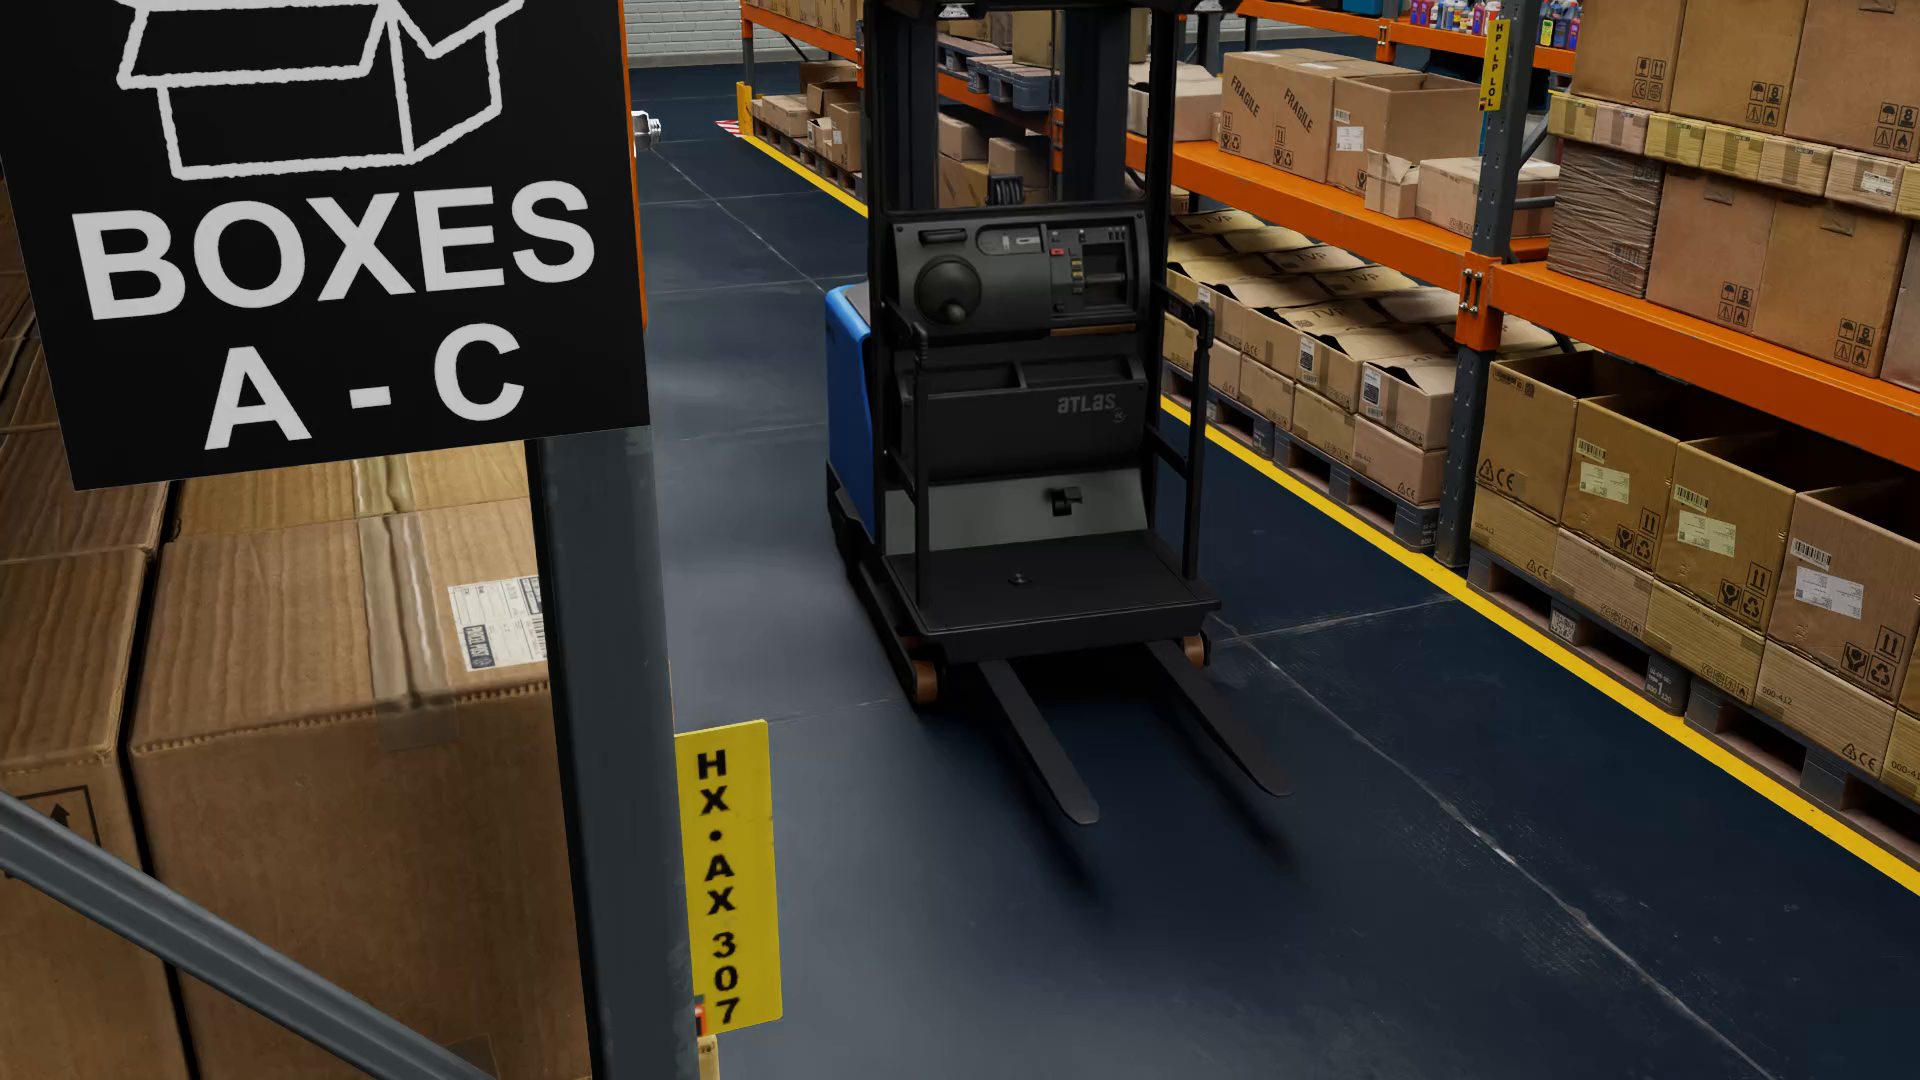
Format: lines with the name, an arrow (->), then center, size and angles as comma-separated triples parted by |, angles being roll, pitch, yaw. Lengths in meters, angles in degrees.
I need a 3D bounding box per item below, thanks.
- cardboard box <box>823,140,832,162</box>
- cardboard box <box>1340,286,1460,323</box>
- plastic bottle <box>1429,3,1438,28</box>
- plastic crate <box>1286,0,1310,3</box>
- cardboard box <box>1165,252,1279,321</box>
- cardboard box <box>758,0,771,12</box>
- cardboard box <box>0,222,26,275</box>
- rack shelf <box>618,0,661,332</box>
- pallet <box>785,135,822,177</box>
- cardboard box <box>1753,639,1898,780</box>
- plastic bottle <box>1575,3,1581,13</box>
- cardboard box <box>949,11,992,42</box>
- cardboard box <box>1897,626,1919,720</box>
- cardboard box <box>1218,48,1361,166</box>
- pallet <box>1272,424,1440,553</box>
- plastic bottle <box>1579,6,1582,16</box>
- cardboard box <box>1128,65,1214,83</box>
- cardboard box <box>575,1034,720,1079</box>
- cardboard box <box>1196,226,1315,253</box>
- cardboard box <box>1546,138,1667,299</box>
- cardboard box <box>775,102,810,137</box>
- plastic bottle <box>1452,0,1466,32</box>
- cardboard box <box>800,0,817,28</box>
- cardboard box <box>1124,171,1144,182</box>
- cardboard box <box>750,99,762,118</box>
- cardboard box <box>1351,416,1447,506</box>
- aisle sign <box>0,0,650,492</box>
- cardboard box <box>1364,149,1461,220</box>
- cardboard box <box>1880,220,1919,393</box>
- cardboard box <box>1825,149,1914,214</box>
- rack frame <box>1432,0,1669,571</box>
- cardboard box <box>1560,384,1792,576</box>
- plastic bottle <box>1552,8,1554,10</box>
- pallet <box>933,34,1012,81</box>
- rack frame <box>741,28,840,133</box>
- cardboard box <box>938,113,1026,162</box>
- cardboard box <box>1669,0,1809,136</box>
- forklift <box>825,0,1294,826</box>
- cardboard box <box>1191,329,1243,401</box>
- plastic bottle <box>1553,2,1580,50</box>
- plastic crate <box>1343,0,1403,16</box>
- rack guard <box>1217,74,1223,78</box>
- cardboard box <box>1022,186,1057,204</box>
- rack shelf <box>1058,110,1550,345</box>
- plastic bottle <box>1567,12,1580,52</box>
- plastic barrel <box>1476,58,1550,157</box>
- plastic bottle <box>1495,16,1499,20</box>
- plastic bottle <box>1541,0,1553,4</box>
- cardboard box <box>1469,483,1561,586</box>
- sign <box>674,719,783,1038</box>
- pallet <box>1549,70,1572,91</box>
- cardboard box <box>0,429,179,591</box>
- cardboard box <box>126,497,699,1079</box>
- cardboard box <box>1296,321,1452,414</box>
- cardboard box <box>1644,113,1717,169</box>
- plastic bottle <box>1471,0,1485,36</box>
cardboard box -> -0.987, -3.437, 14.646 | 0.380, 0.149, 0.250 | -8, 24, -19
cardboard box -> 2.225, -1.084, 8.238 | 0.500, 0.311, 0.500 | -9, 25, -21
plastic bottle -> 4.139, -4.559, 14.459 | 0.097, 0.201, 0.097 | 0, 23, 0
plastic crate -> 3.407, -5.427, 16.527 | 0.293, 0.136, 0.466 | -8, 24, -19
cardboard box -> 1.363, -1.377, 8.933 | 0.500, 0.311, 0.500 | -9, 24, -20
cardboard box -> -1.648, -5.367, 15.993 | 0.500, 0.500, 0.500 | -9, 24, -20
cardboard box -> -1.818, -0.380, 3.491 | 0.500, 0.500, 0.500 | -8, 24, -18
rack shelf -> -1.432, -0.988, 2.796 | 1.077, 0.370, 4.000 | -8, 24, -19
pallet -> -1.008, -3.660, 15.663 | 1.003, 0.211, 1.213 | -8, 24, -19
cardboard box -> 2.900, 0.484, 5.238 | 0.500, 0.250, 0.500 | -8, 24, -19
plastic bottle -> 5.072, -4.299, 13.753 | 0.097, 0.271, 0.097 | 0, 23, 0
cardboard box -> 0.350, -3.858, 11.871 | 0.700, 0.500, 0.500 | -15, 27, -32
cardboard box -> 3.072, 0.321, 4.660 | 0.500, 0.500, 0.500 | -8, 24, -19
cardboard box -> 1.689, -2.237, 8.566 | 0.500, 0.500, 0.500 | -10, 25, -22
pallet -> 2.197, -0.322, 7.743 | 1.003, 0.211, 1.213 | -8, 24, -19
plastic bottle -> 5.182, -4.325, 13.808 | 0.152, 0.276, 0.135 | -8, 24, -19
cardboard box -> 1.169, -2.619, 9.716 | 0.500, 0.311, 0.500 | -7, 24, -16
cardboard box -> -0.601, 0.629, 2.064 | 0.500, 0.250, 0.500 | -9, 25, -21
cardboard box -> 1.686, -1.639, 9.553 | 0.500, 0.311, 0.500 | -9, 24, -20
cardboard box -> 2.657, -1.230, 6.179 | 0.700, 0.500, 0.500 | -9, 24, -20
cardboard box -> -1.465, -4.041, 15.949 | 0.500, 0.250, 0.500 | -8, 24, -19
plastic bottle -> 4.255, -4.471, 14.162 | 0.097, 0.271, 0.097 | 0, 23, 0
cardboard box -> -1.116, -4.818, 14.689 | 0.500, 0.500, 0.500 | -8, 24, -18
cardboard box -> 0.997, -2.243, 11.362 | 0.500, 0.500, 0.500 | -9, 25, -21
cardboard box -> -1.919, -4.395, 16.919 | 0.380, 0.149, 0.250 | -8, 24, -19
cardboard box -> 2.077, -0.382, 7.294 | 0.500, 0.250, 0.500 | -9, 24, -20
aisle sign -> -0.420, -0.423, 1.045 | 0.394, 0.787, 0.004 | -8, 24, -19
cardboard box -> 2.012, -1.577, 7.303 | 0.396, 0.266, 0.258 | -9, 24, -20
cardboard box -> 3.205, -0.671, 4.851 | 0.700, 0.500, 0.500 | -8, 24, -17
cardboard box -> 2.867, -1.098, 5.029 | 0.380, 0.149, 0.250 | -9, 25, -21
rack frame -> 2.494, -1.345, 6.579 | 1.000, 3.000, 0.127 | -8, 24, -19
cardboard box -> 2.549, -0.225, 5.955 | 0.500, 0.500, 0.500 | -8, 24, -19
plastic bottle -> 4.738, -4.133, 13.358 | 0.097, 0.271, 0.097 | 0, 23, 0
pallet -> 0.390, -3.416, 11.739 | 1.003, 0.211, 1.213 | -8, 24, -19
rack frame -> -1.745, -5.705, 16.923 | 1.000, 3.000, 0.127 | -8, 24, -19
cardboard box -> 0.142, -2.893, 11.939 | 0.500, 0.250, 0.500 | -9, 24, -20
cardboard box -> 2.837, -1.645, 5.491 | 0.700, 0.500, 0.500 | -8, 24, -19
forklift -> 0.280, -0.934, 5.693 | 1.130, 2.935, 3.031 | -6, 24, -13
cardboard box -> 1.540, -0.937, 8.611 | 0.500, 0.250, 0.500 | -8, 24, -18
plastic bottle -> 4.753, -4.021, 12.992 | 0.144, 0.351, 0.185 | -8, 24, -19
plastic crate -> 3.819, -5.073, 15.367 | 0.392, 0.384, 0.575 | -8, 24, -19
rack guard -> 2.870, -5.238, 19.035 | 1.175, 0.500, 0.348 | -8, 24, -19
cardboard box -> 0.531, -2.157, 11.157 | 0.500, 0.500, 0.500 | -7, 24, -17
rack shelf -> 1.788, -1.740, 8.442 | 1.077, 0.370, 4.000 | -8, 24, -19
plastic bottle -> 4.771, -3.926, 12.854 | 0.061, 0.283, 0.133 | -8, 24, -19
plastic barrel -> 4.730, -3.699, 14.325 | 0.600, 0.901, 0.708 | -8, 24, -19
plastic bottle -> 4.453, -4.236, 13.693 | 0.097, 0.201, 0.097 | 0, 23, 0
plastic bottle -> 5.000, -4.551, 14.249 | 0.144, 0.351, 0.185 | -8, 24, -19
cardboard box -> 2.374, -0.061, 6.533 | 0.500, 0.250, 0.500 | -8, 24, -19
sign -> -0.218, 0.316, 1.523 | 0.100, 0.325, 0.005 | -8, 24, -19
pallet -> 7.880, -5.498, 20.023 | 1.003, 0.211, 1.213 | -8, 24, -19
cardboard box -> -1.260, 0.178, 2.168 | 0.500, 0.500, 0.500 | -8, 24, -18
cardboard box -> -0.613, 0.289, 1.903 | 0.500, 0.500, 0.500 | -8, 24, -19
cardboard box -> 1.893, -0.826, 7.624 | 0.500, 0.311, 0.500 | -8, 24, -18
cardboard box -> 2.590, -1.381, 5.700 | 0.380, 0.149, 0.250 | -9, 24, -20
plastic bottle -> 4.348, -4.362, 13.886 | 0.061, 0.283, 0.133 | -8, 24, -19
